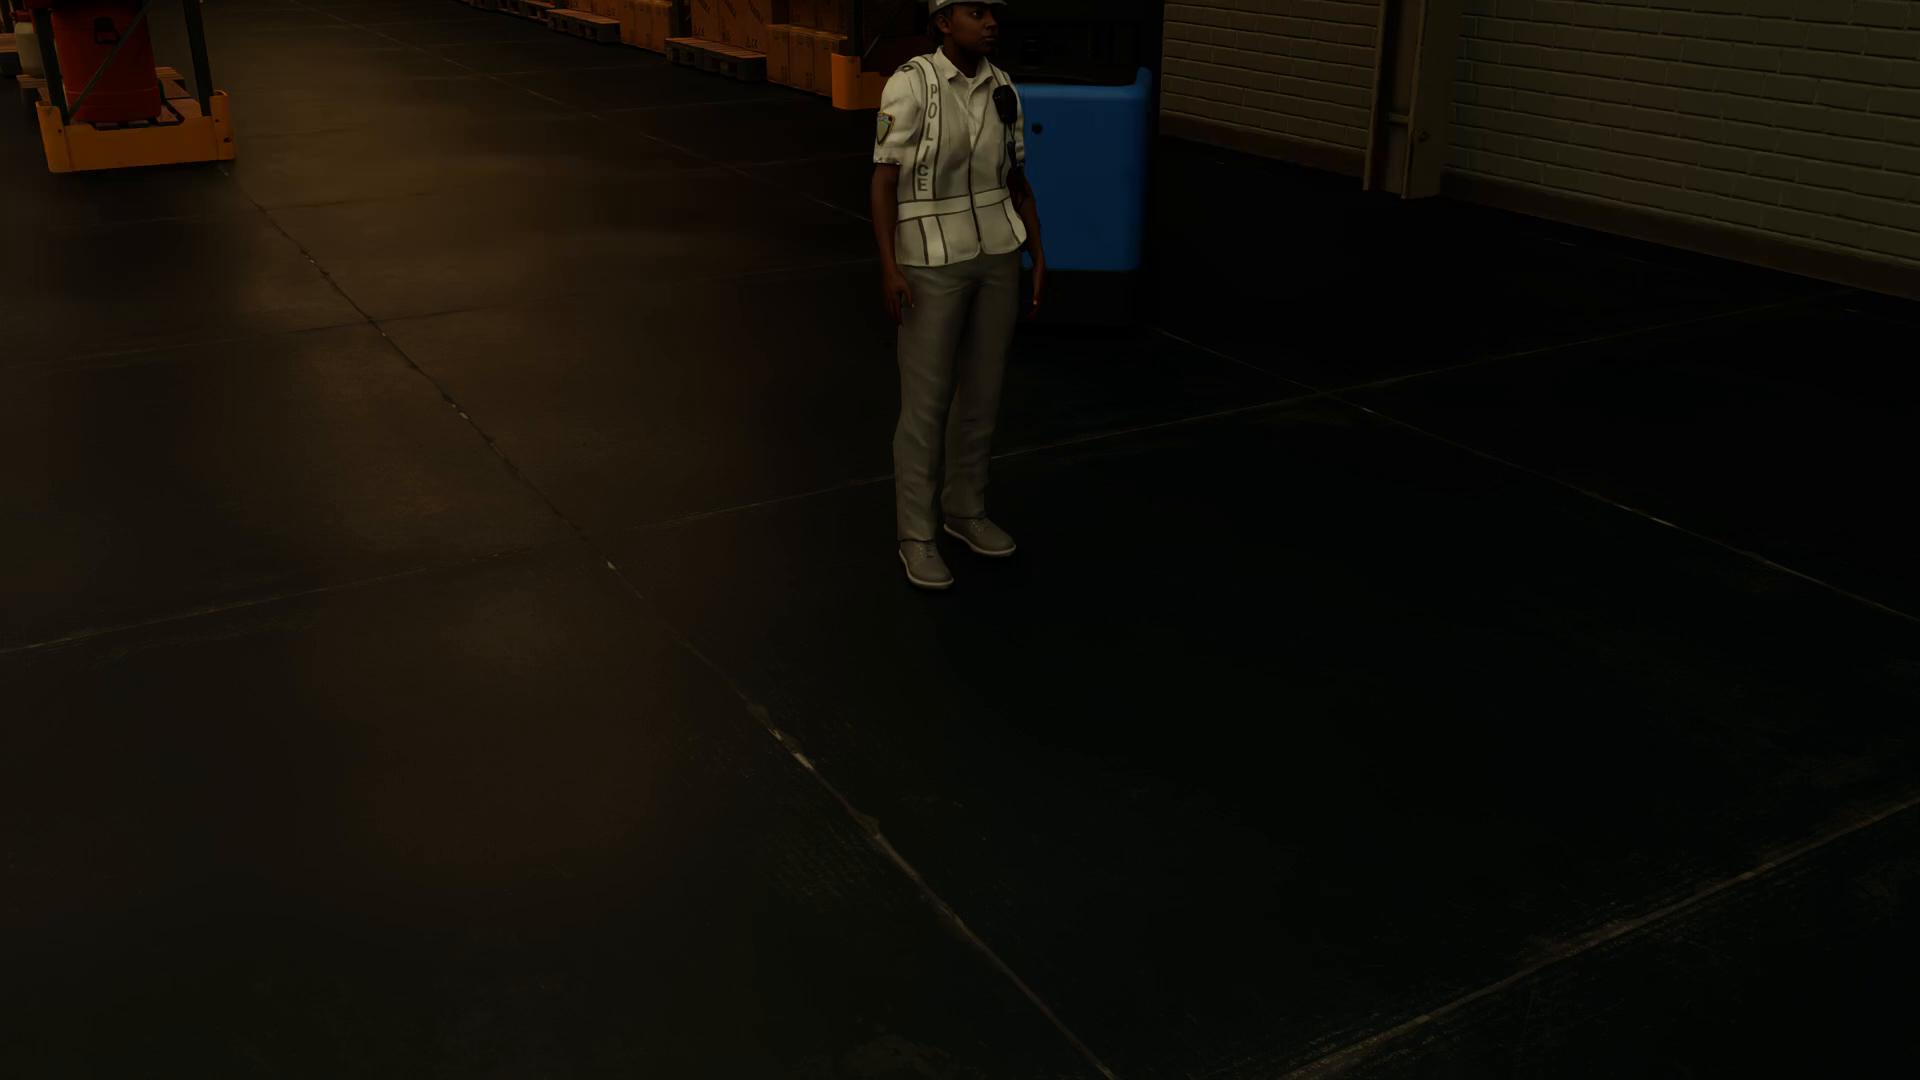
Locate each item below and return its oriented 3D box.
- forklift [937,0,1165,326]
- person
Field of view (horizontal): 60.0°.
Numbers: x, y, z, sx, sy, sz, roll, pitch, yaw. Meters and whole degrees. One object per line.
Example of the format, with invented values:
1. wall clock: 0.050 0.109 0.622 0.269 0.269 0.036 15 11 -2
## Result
1. forklift: 0.463 -2.804 8.107 1.130 2.935 3.031 3 22 7
2. person: 0.020 -0.762 4.741 0.569 1.695 0.530 -12 25 -28
